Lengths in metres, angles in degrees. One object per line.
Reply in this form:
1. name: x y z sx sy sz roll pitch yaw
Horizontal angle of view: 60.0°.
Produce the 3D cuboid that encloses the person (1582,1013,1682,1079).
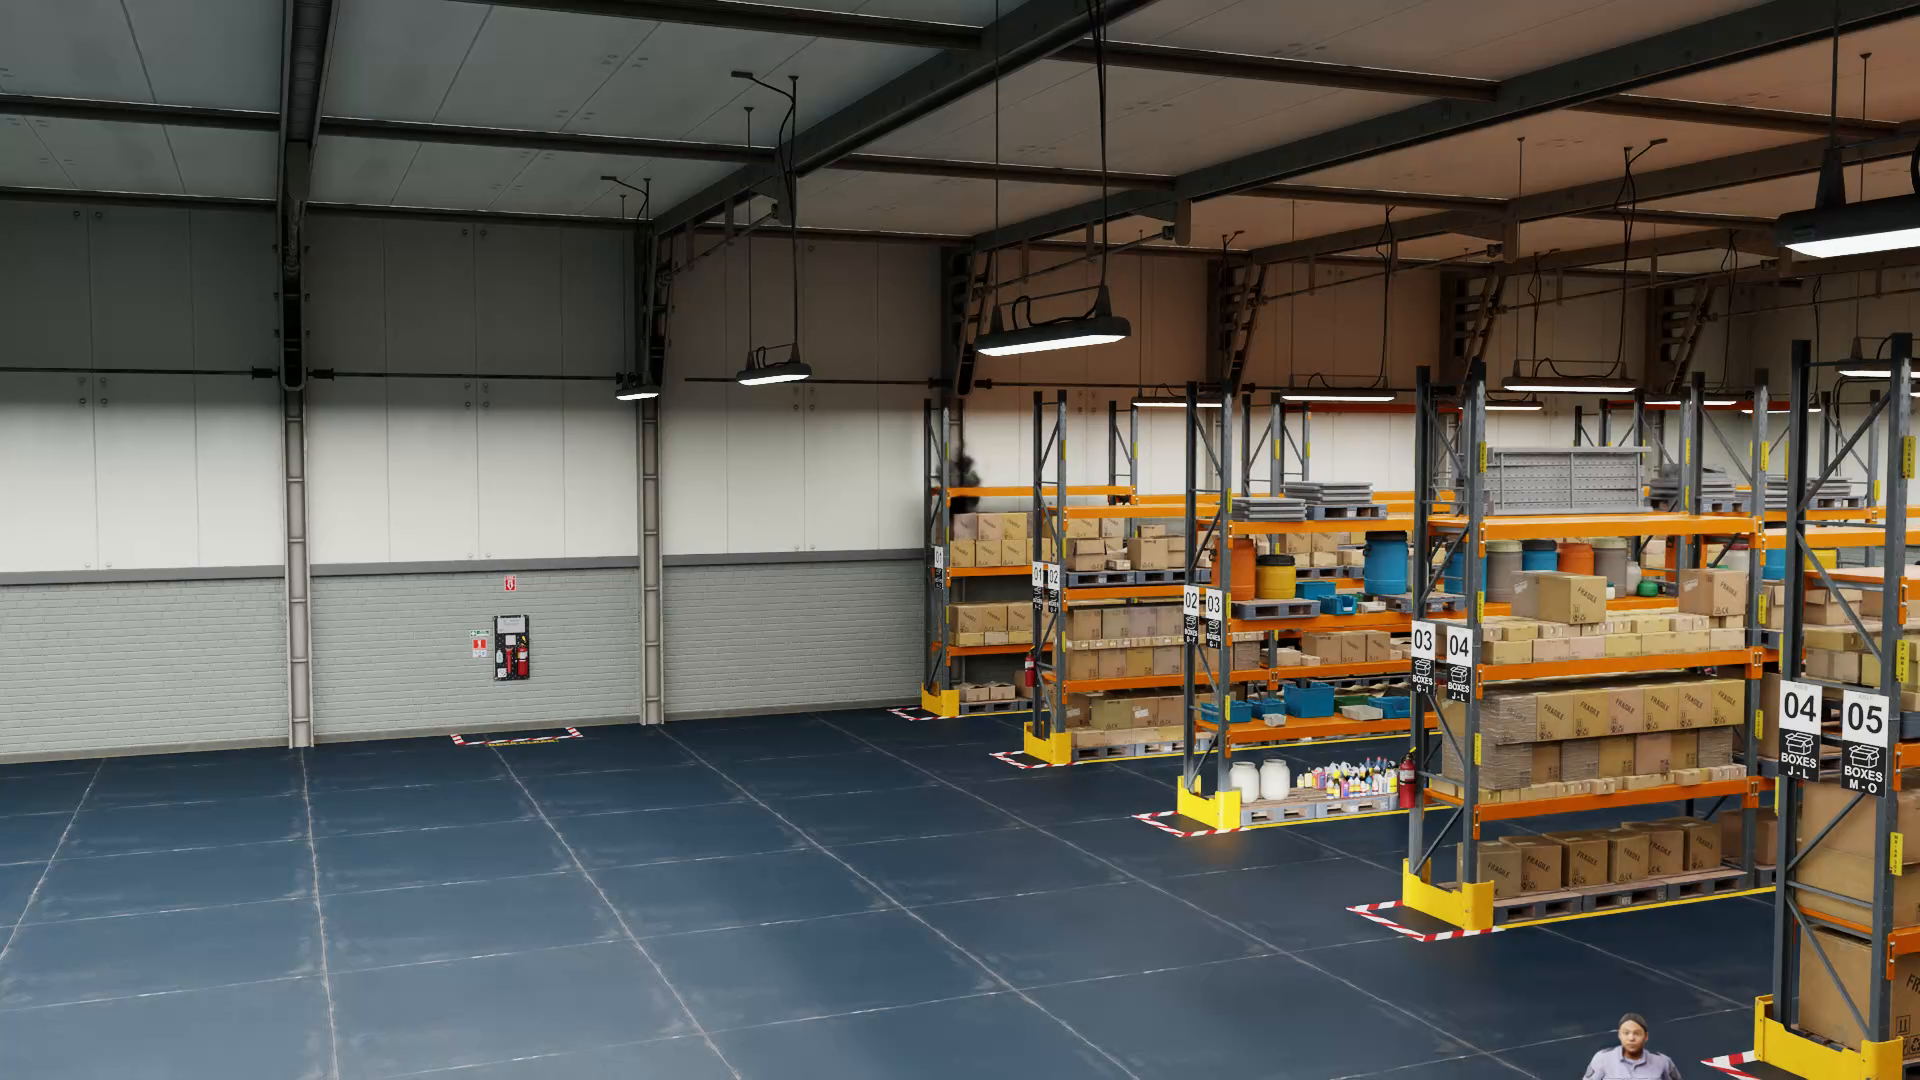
1. person: 4.187 3.763 10.369 0.615 1.633 0.812 1 4 22
